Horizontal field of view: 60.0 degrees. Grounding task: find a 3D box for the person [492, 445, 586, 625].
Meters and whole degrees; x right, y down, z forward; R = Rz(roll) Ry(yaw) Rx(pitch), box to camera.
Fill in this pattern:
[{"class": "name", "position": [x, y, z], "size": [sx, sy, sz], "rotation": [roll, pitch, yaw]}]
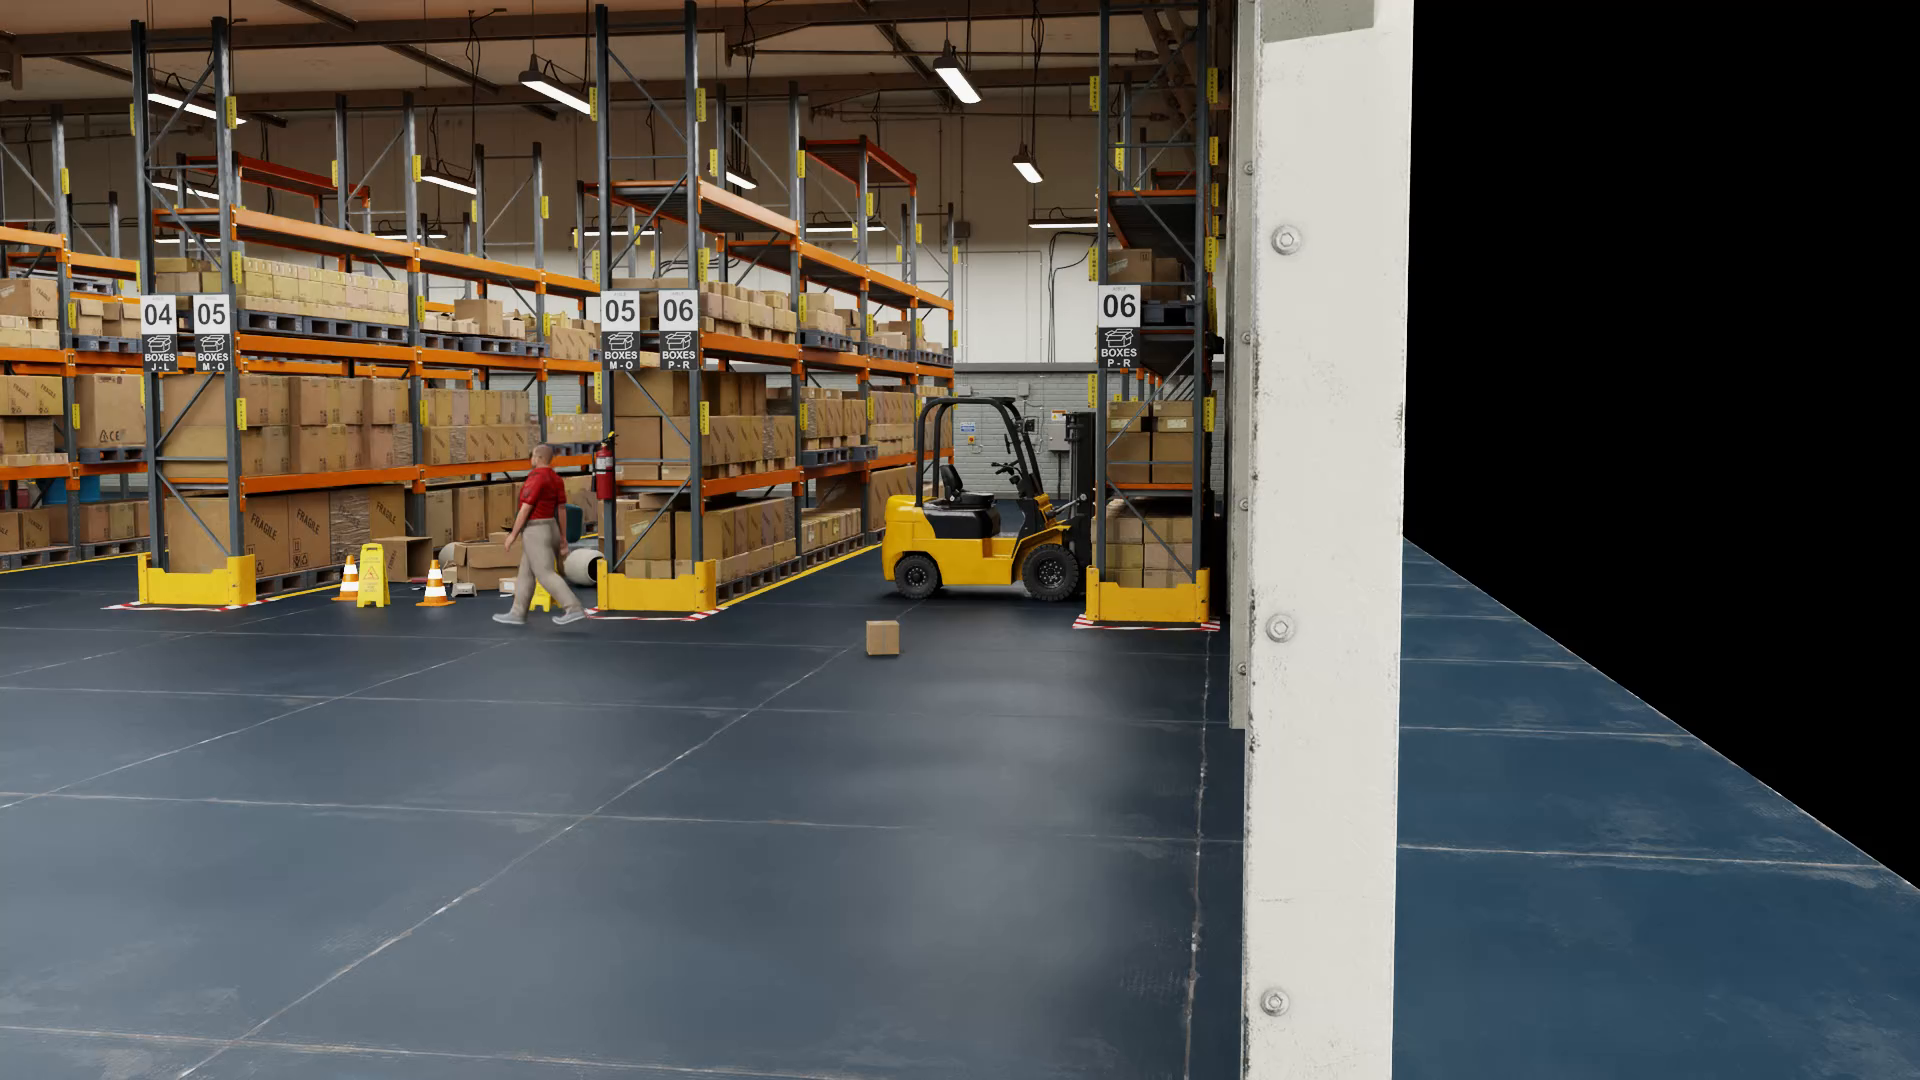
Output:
[{"class": "person", "position": [-3.876, -0.035, 15.221], "size": [1.033, 1.674, 0.540], "rotation": [1, 5, 13]}]
